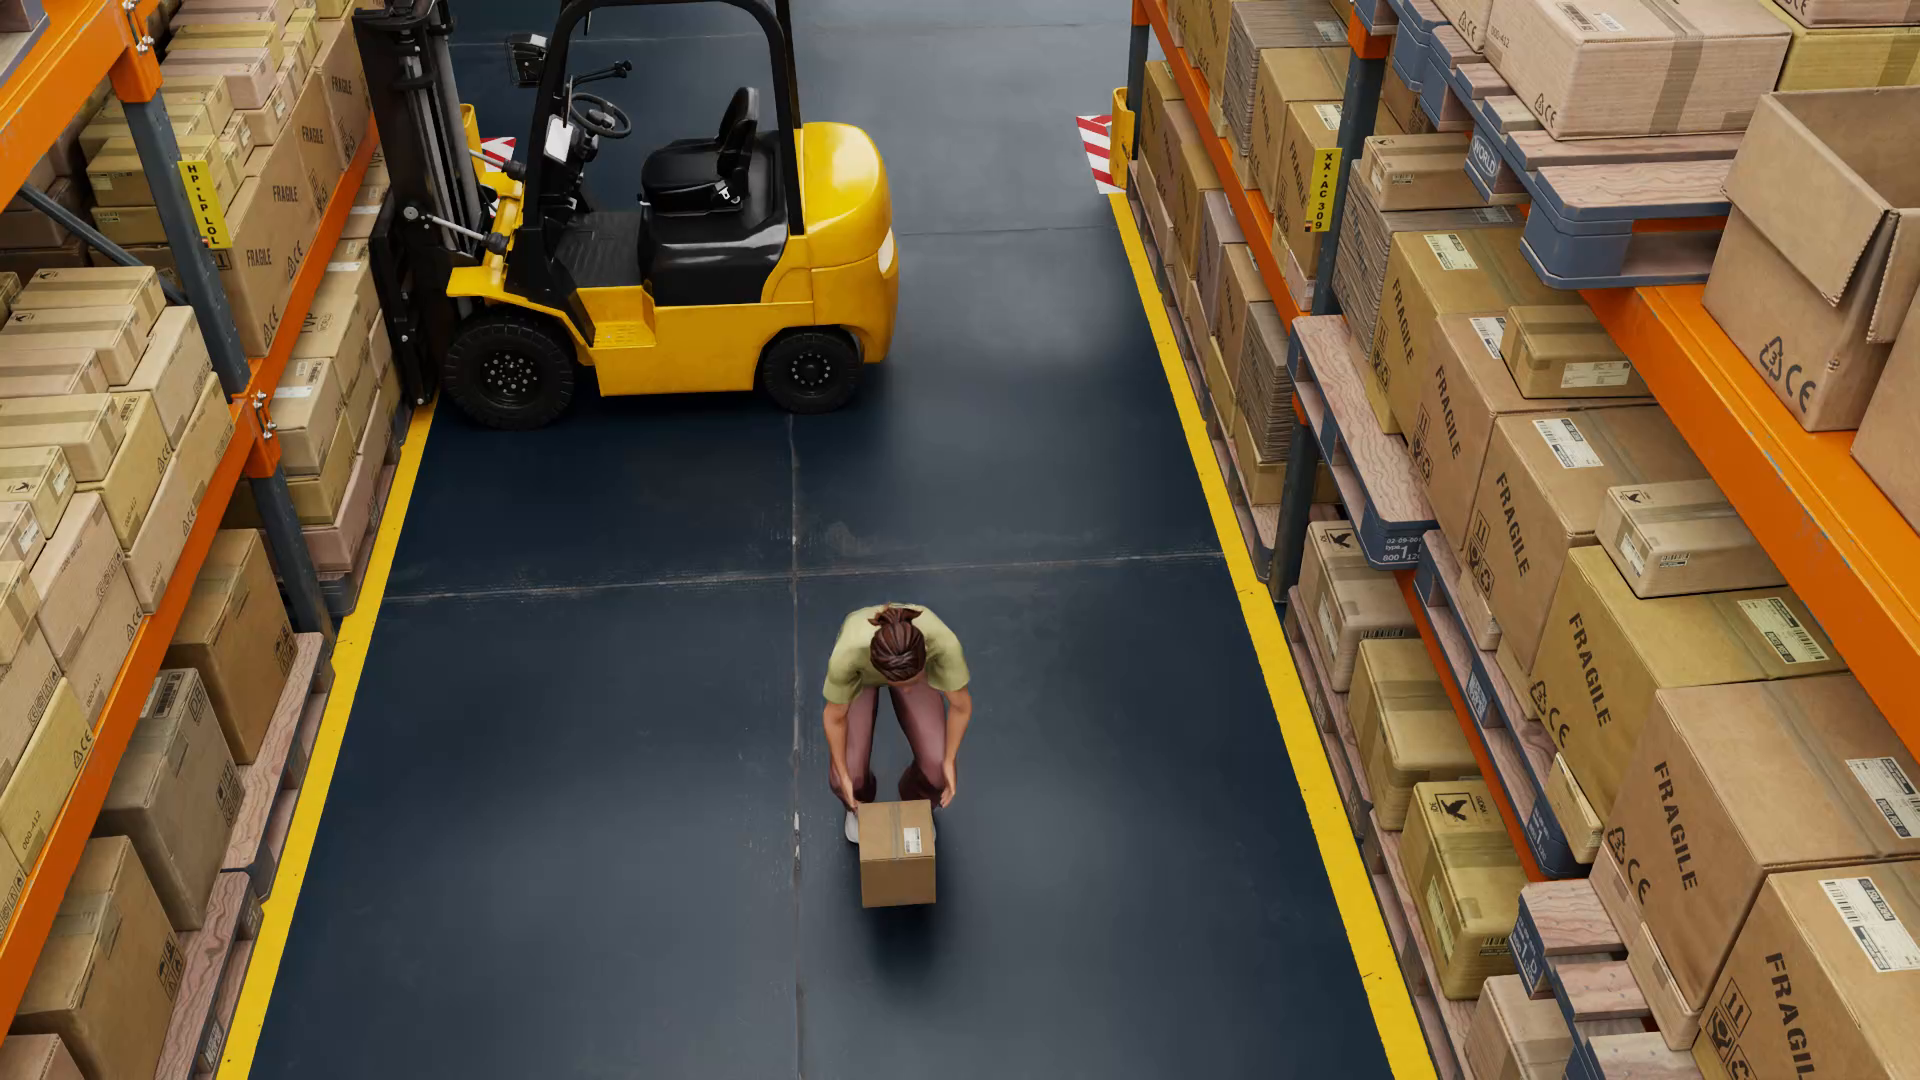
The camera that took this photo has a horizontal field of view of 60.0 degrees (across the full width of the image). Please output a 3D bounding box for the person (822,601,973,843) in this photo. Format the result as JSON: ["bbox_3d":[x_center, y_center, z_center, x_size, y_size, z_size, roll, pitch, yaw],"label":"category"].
[{"bbox_3d":[-0.221,0.594,5.791,0.509,1.222,0.716,-3,39,-4],"label":"person"}]
